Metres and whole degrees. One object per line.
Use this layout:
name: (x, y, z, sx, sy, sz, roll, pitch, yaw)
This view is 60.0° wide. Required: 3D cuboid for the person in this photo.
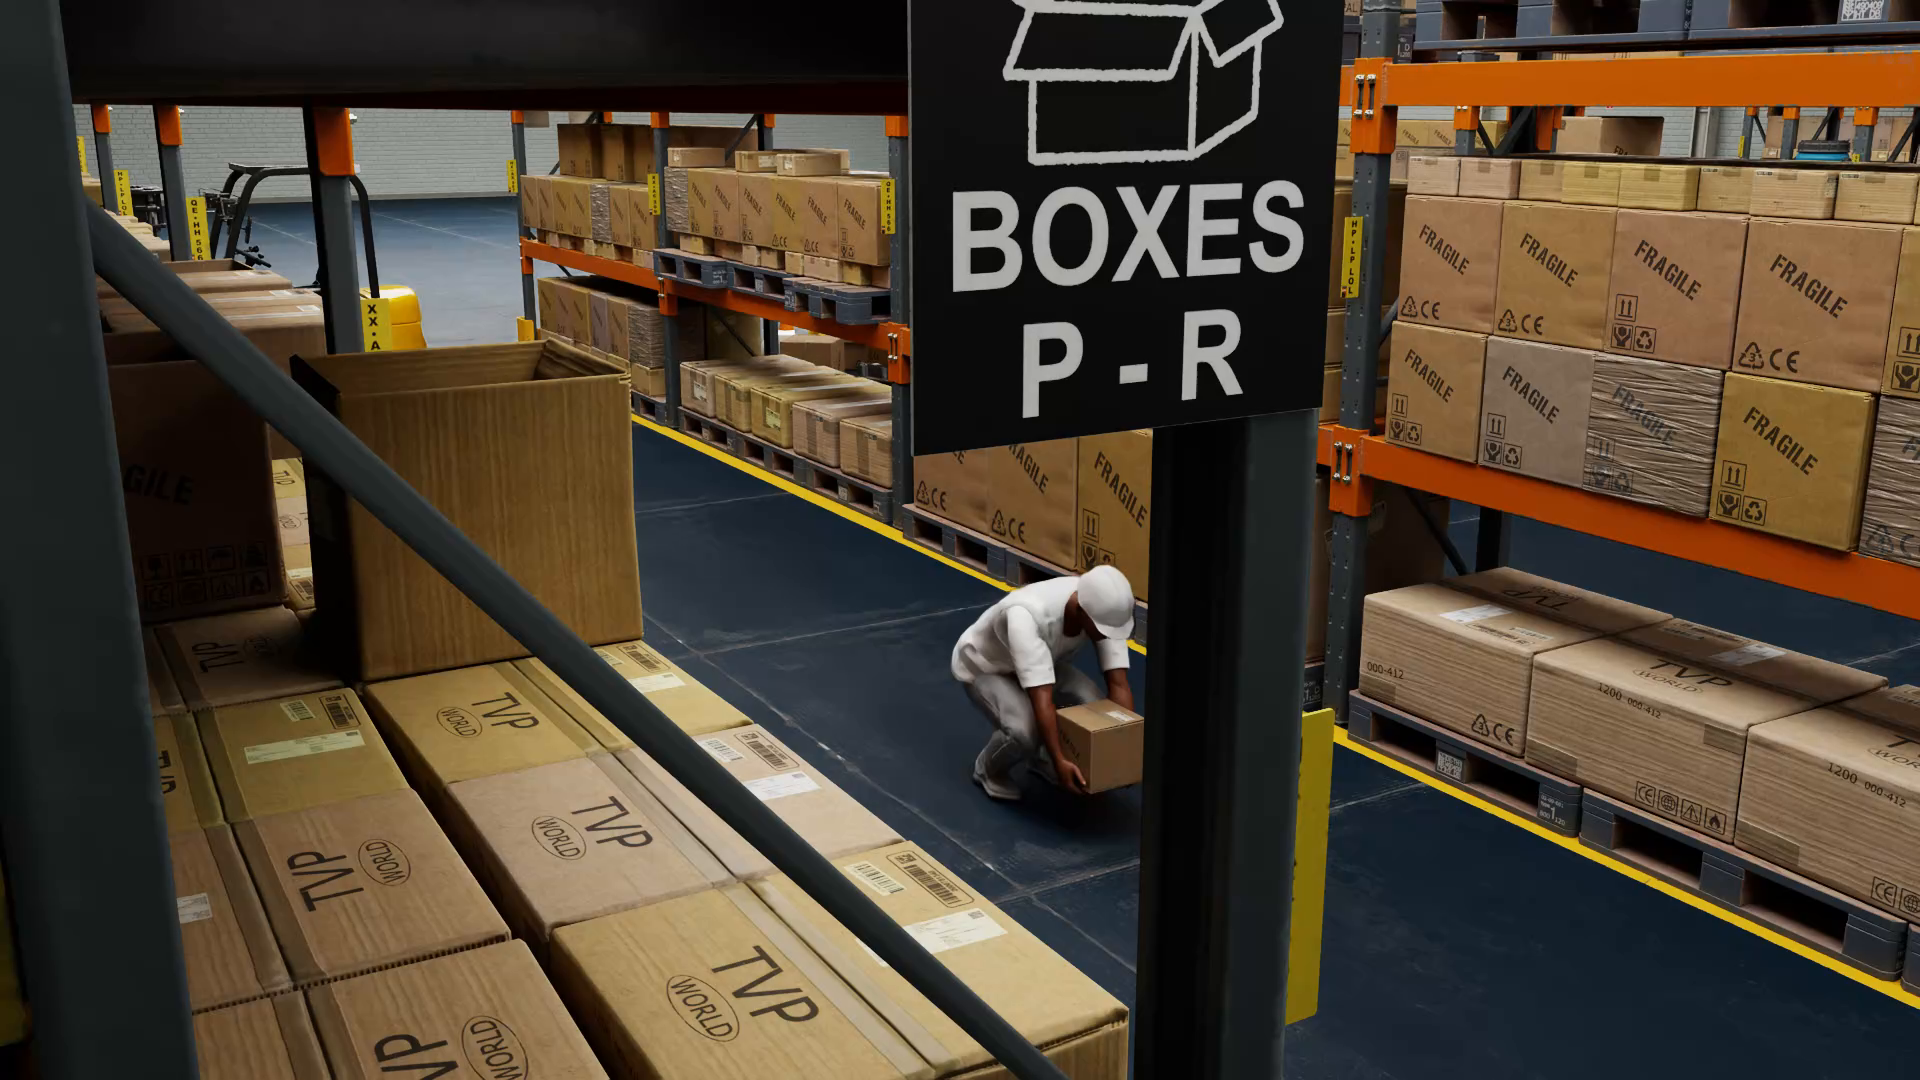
person: (0.369, 0.526, 6.473, 0.544, 1.010, 0.904, -9, 17, -31)
